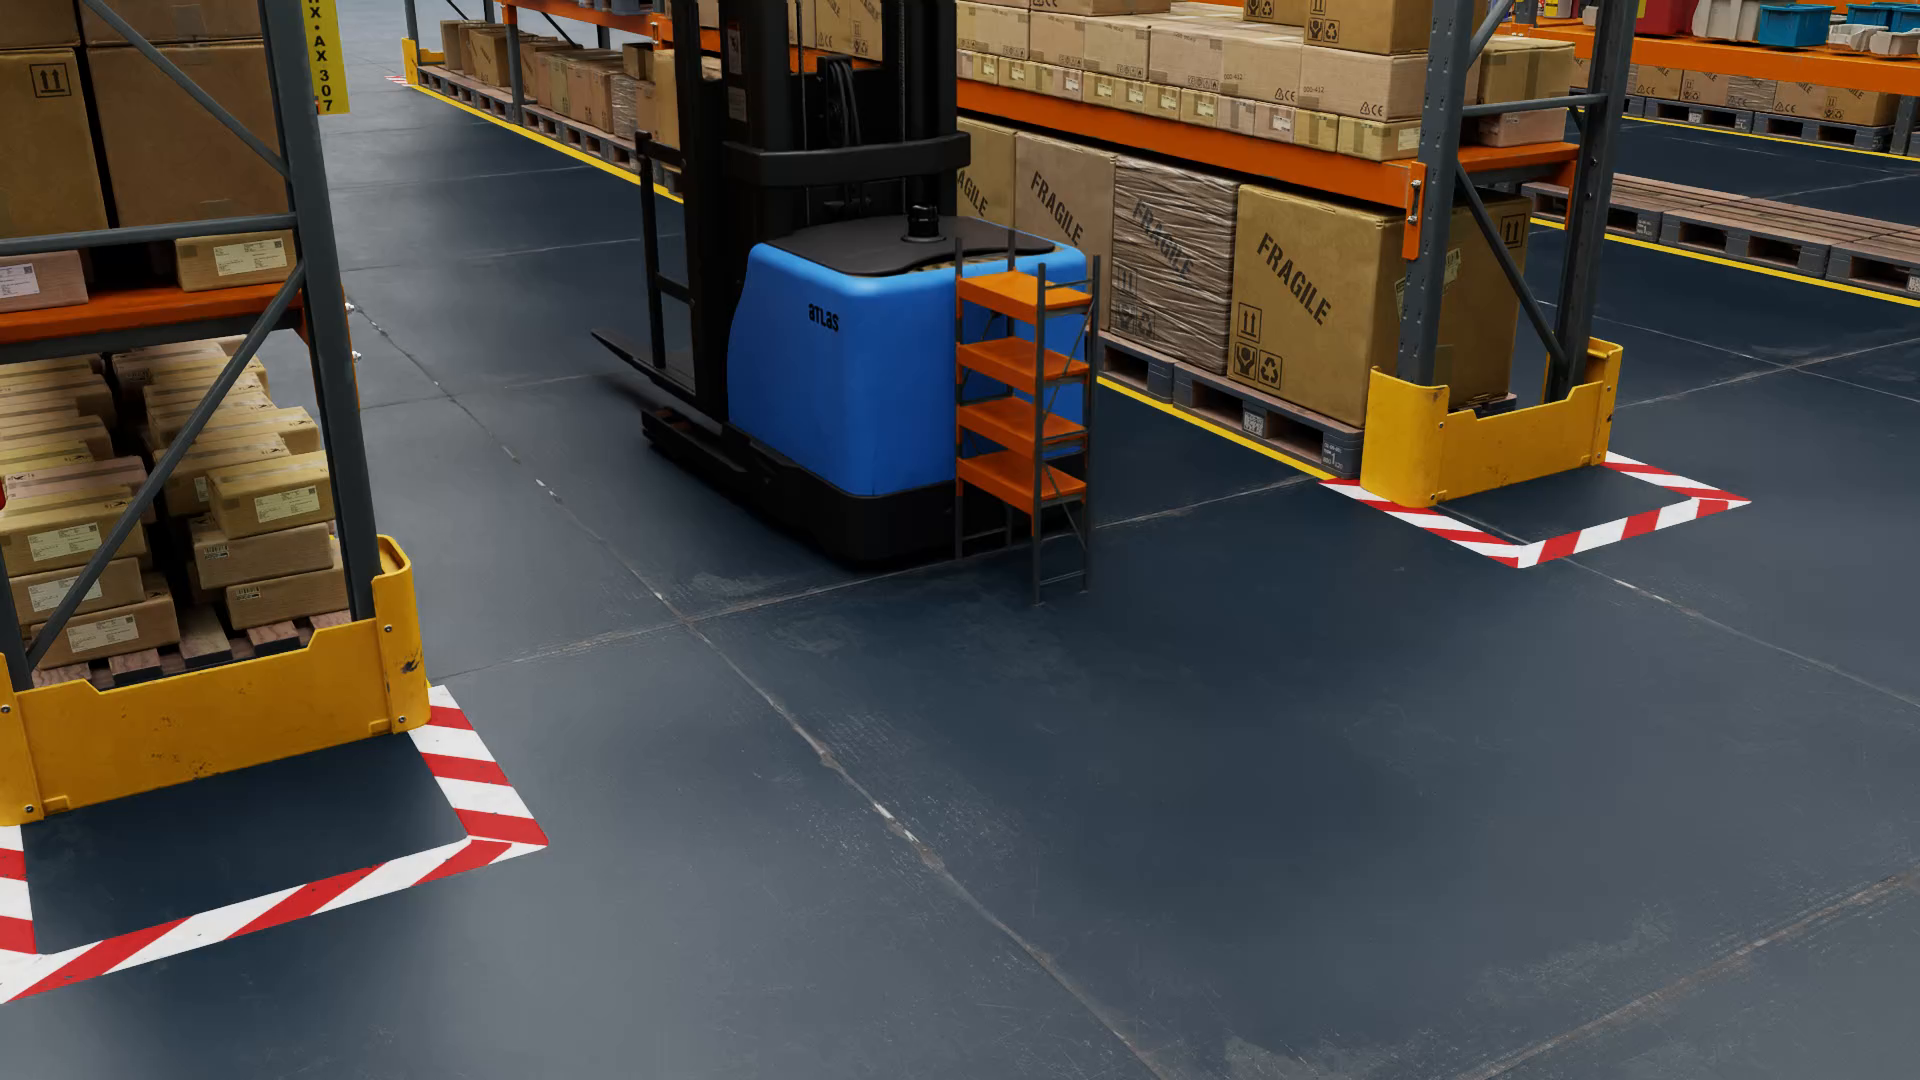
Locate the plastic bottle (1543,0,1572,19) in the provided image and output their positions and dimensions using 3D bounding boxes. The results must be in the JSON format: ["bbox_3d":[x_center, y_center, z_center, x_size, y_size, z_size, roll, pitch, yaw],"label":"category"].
[{"bbox_3d":[4.494,-4.095,12.468,0.144,0.351,0.185,-13,25,-28],"label":"plastic bottle"}]

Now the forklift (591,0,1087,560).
[{"bbox_3d":[-0.739,-1.789,6.820,1.130,2.935,3.031,-14,26,-30],"label":"forklift"}]

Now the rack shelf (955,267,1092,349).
[{"bbox_3d":[0.221,-0.789,5.616,0.258,0.148,0.480,-14,26,-30],"label":"rack shelf"}]

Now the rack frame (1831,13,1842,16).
[{"bbox_3d":[10.890,-7.129,19.866,1.000,3.000,0.127,-13,25,-28],"label":"rack frame"}]

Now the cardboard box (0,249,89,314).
[{"bbox_3d":[-2.524,-0.694,4.370,0.380,0.149,0.250,-13,25,-28],"label":"cardboard box"}]

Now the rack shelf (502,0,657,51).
[{"bbox_3d":[-2.907,-4.585,14.563,1.077,0.370,4.000,-13,25,-28],"label":"rack shelf"}]

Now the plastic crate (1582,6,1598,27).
[{"bbox_3d":[4.531,-3.656,11.593,0.396,0.136,0.243,-13,25,-28],"label":"plastic crate"}]

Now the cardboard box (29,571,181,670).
[{"bbox_3d":[-2.563,0.236,4.975,0.380,0.149,0.250,-12,25,-27],"label":"cardboard box"}]

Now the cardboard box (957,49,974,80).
[{"bbox_3d":[0.157,-2.615,9.094,0.380,0.149,0.250,-14,26,-30],"label":"cardboard box"}]

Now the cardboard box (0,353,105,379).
[{"bbox_3d":[-3.476,-0.629,6.314,0.380,0.149,0.250,-14,26,-30],"label":"cardboard box"}]

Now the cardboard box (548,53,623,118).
[{"bbox_3d":[-3.406,-4.250,15.520,0.700,0.500,0.500,-13,25,-29],"label":"cardboard box"}]

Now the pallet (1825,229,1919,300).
[{"bbox_3d":[6.071,-1.616,10.007,1.003,0.211,1.213,-13,25,-28],"label":"pallet"}]

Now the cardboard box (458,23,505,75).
[{"bbox_3d":[-5.333,-5.504,18.632,0.500,0.500,0.500,-6,23,-14],"label":"cardboard box"}]

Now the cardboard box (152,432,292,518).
[{"bbox_3d":[-2.334,-0.210,5.283,0.380,0.149,0.250,-12,25,-27],"label":"cardboard box"}]

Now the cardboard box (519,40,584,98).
[{"bbox_3d":[-4.099,-4.739,16.749,0.500,0.500,0.500,-13,26,-30],"label":"cardboard box"}]

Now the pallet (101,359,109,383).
[{"bbox_3d":[-3.784,-0.552,7.389,1.003,0.211,1.213,-13,25,-28],"label":"pallet"}]

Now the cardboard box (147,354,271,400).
[{"bbox_3d":[-2.779,-0.566,6.159,0.380,0.149,0.250,-12,25,-27],"label":"cardboard box"}]

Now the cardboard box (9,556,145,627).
[{"bbox_3d":[-2.630,0.113,4.883,0.380,0.149,0.250,-13,26,-30],"label":"cardboard box"}]

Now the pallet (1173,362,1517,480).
[{"bbox_3d":[1.725,-0.633,7.588,1.003,0.211,1.213,-13,25,-28],"label":"pallet"}]

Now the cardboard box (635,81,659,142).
[{"bbox_3d":[-2.245,-3.529,13.746,0.700,0.500,0.500,-14,26,-31],"label":"cardboard box"}]

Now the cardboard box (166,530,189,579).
[{"bbox_3d":[-2.444,-0.013,5.587,0.380,0.149,0.250,-12,25,-28],"label":"cardboard box"}]

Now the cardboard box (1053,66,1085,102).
[{"bbox_3d":[0.686,-2.280,8.271,0.380,0.149,0.250,-12,25,-28],"label":"cardboard box"}]

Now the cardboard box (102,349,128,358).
[{"bbox_3d":[-3.389,-0.885,6.945,0.380,0.149,0.250,-12,25,-27],"label":"cardboard box"}]

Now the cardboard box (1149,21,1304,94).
[{"bbox_3d":[1.207,-2.184,7.505,0.500,0.250,0.500,-14,26,-30],"label":"cardboard box"}]

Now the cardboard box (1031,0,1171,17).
[{"bbox_3d":[0.697,-2.859,8.169,0.500,0.500,0.500,-14,26,-30],"label":"cardboard box"}]

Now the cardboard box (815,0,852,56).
[{"bbox_3d":[-0.563,-3.282,10.271,0.500,0.500,0.500,-12,25,-27],"label":"cardboard box"}]

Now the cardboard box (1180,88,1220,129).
[{"bbox_3d":[1.213,-1.947,7.451,0.380,0.149,0.250,-13,26,-29],"label":"cardboard box"}]

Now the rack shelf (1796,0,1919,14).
[{"bbox_3d":[7.654,-5.194,16.062,1.077,0.370,4.000,-13,25,-28],"label":"rack shelf"}]

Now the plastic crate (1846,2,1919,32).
[{"bbox_3d":[5.790,-3.250,10.467,0.416,0.233,0.300,-13,25,-28],"label":"plastic crate"}]

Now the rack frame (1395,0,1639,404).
[{"bbox_3d":[2.201,-1.681,6.463,1.000,3.000,0.127,-13,25,-28],"label":"rack frame"}]

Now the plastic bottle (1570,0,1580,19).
[{"bbox_3d":[4.595,-4.075,12.509,0.061,0.283,0.133,-13,25,-28],"label":"plastic bottle"}]

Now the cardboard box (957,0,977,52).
[{"bbox_3d":[0.173,-2.842,9.123,0.500,0.250,0.500,-13,26,-29],"label":"cardboard box"}]

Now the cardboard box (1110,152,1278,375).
[{"bbox_3d":[1.341,-1.377,7.981,0.875,0.875,0.875,-13,25,-28],"label":"cardboard box"}]

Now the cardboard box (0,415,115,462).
[{"bbox_3d":[-3.001,-0.279,5.454,0.380,0.149,0.250,-14,26,-30],"label":"cardboard box"}]

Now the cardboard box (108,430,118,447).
[{"bbox_3d":[-3.600,-0.439,6.636,0.380,0.149,0.250,-14,26,-30],"label":"cardboard box"}]

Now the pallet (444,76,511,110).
[{"bbox_3d":[-4.929,-4.880,18.036,1.003,0.211,1.213,-13,25,-28],"label":"pallet"}]

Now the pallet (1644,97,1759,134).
[{"bbox_3d":[7.601,-4.239,16.461,1.003,0.211,1.213,-13,25,-28],"label":"pallet"}]

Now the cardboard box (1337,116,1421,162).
[{"bbox_3d":[1.736,-1.616,6.638,0.380,0.149,0.250,-12,25,-27],"label":"cardboard box"}]

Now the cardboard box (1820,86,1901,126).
[{"bbox_3d":[8.178,-4.030,14.979,0.500,0.500,0.500,-13,25,-29],"label":"cardboard box"}]

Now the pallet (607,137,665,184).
[{"bbox_3d":[-2.283,-3.232,13.983,1.003,0.211,1.213,-13,25,-28],"label":"pallet"}]

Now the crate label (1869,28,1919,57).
[{"bbox_3d":[5.588,-2.950,9.857,0.396,0.136,0.243,-13,25,-28],"label":"crate label"}]

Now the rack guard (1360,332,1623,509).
[{"bbox_3d":[2.213,-0.515,6.915,1.175,0.500,0.348,-13,25,-28],"label":"rack guard"}]

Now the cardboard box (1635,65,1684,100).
[{"bbox_3d":[7.144,-4.686,16.593,0.500,0.500,0.500,-13,25,-29],"label":"cardboard box"}]

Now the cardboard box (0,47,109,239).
[{"bbox_3d":[-2.565,-1.040,4.358,0.500,0.500,0.500,-12,25,-27],"label":"cardboard box"}]

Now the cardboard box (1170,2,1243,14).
[{"bbox_3d":[1.136,-2.619,8.576,0.500,0.250,0.500,-12,25,-27],"label":"cardboard box"}]

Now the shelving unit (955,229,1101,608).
[{"bbox_3d":[0.221,-0.425,5.764,0.258,1.200,0.503,-14,26,-30],"label":"shelving unit"}]

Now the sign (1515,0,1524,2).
[{"bbox_3d":[3.942,-3.951,11.682,0.100,0.325,0.005,-13,25,-28],"label":"sign"}]

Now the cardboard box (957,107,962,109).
[{"bbox_3d":[-0.186,-2.389,10.470,1.225,0.875,0.875,-13,25,-28],"label":"cardboard box"}]

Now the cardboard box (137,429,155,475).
[{"bbox_3d":[-2.709,-0.323,5.957,0.380,0.149,0.250,-14,26,-31],"label":"cardboard box"}]
